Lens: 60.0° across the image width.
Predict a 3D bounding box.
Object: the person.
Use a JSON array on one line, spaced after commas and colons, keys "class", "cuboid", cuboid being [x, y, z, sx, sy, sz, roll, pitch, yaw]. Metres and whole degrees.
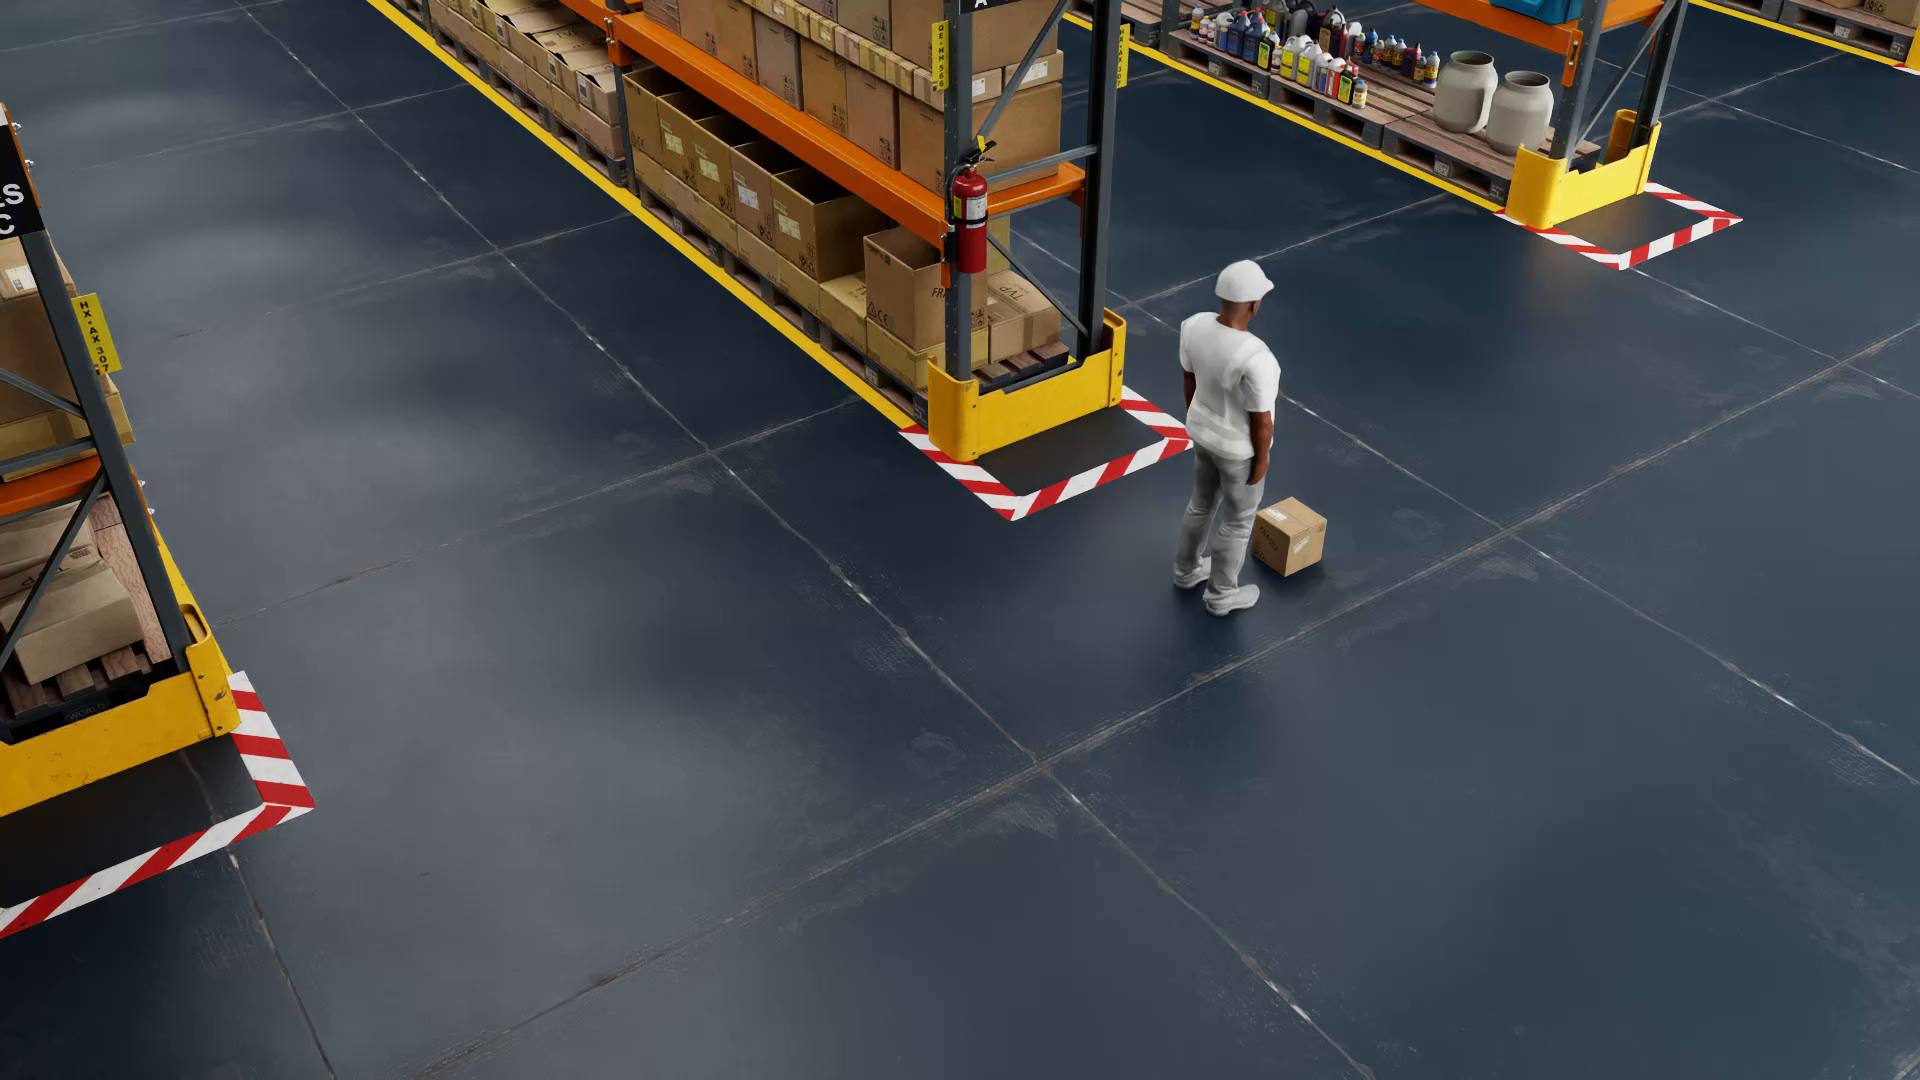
[{"class": "person", "cuboid": [1.222, -0.472, 7.633, 0.358, 1.763, 0.565, -22, 41, -27]}]
